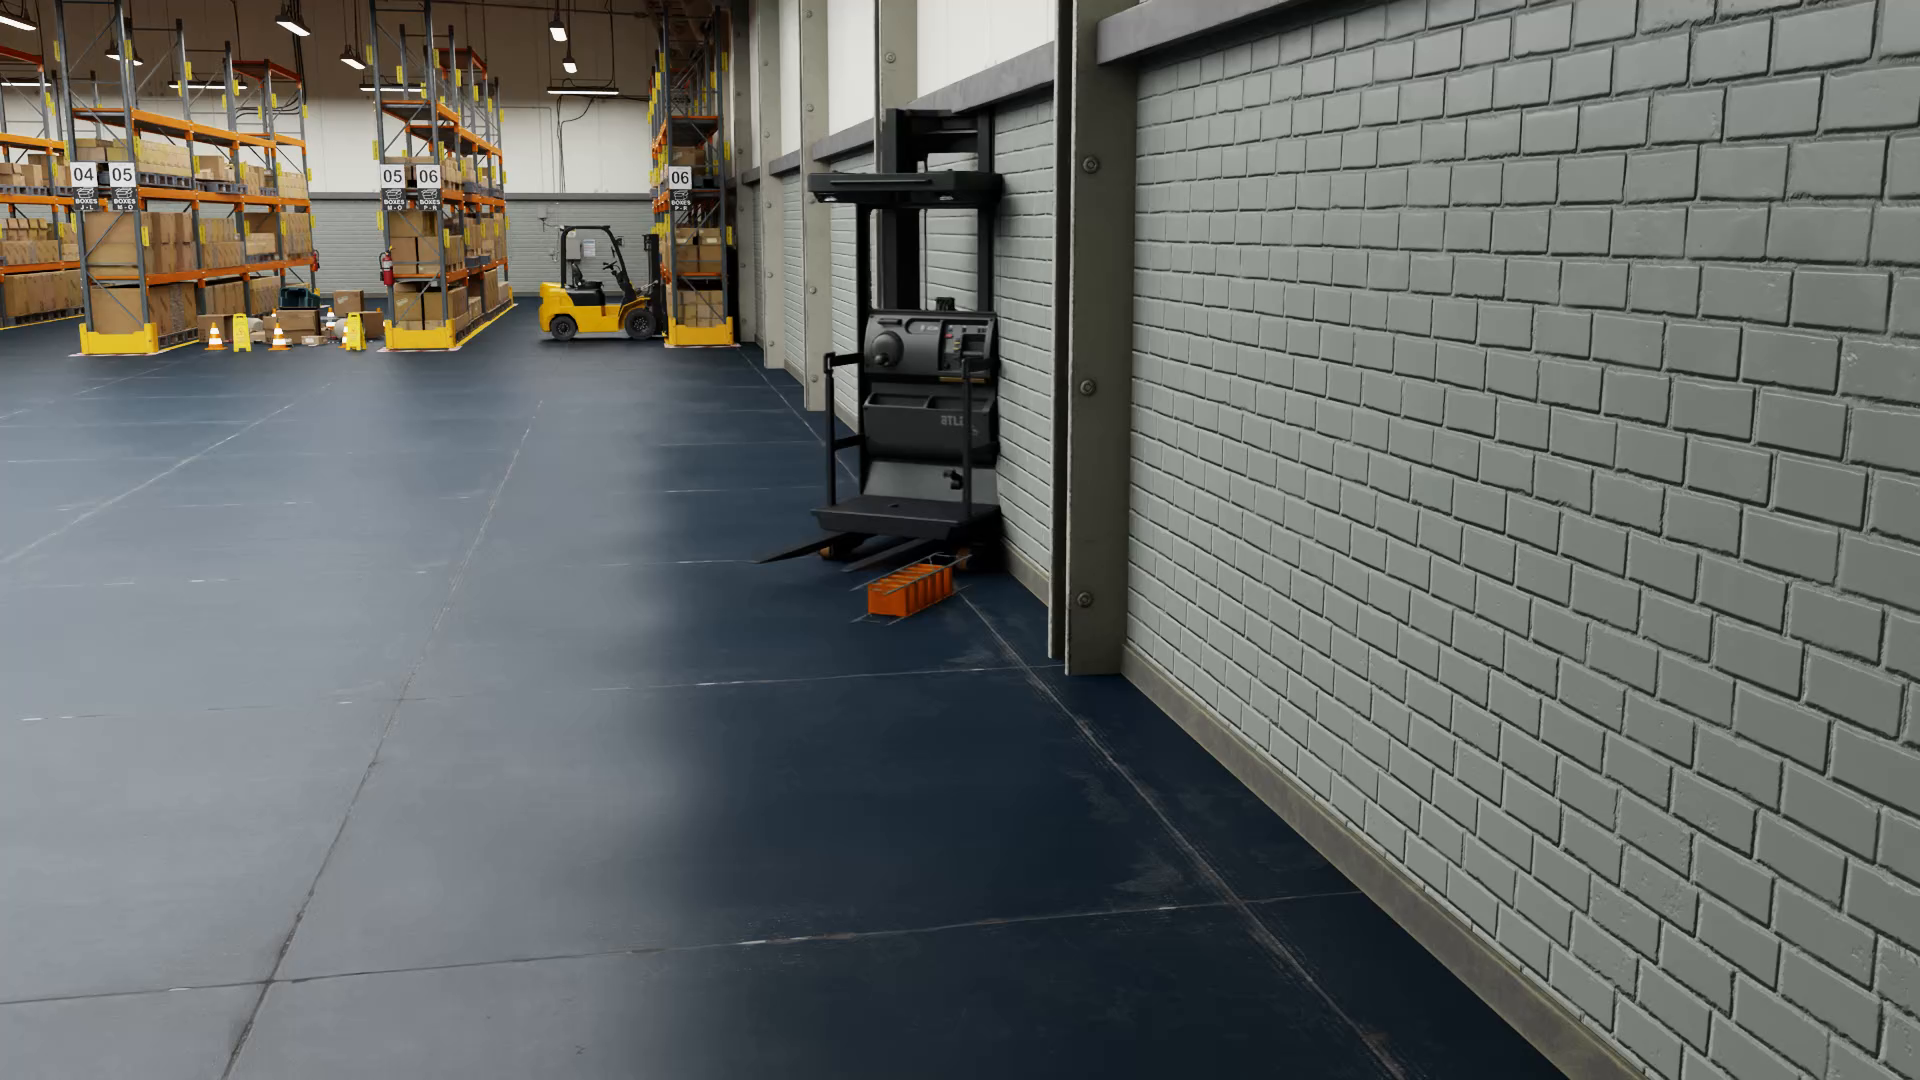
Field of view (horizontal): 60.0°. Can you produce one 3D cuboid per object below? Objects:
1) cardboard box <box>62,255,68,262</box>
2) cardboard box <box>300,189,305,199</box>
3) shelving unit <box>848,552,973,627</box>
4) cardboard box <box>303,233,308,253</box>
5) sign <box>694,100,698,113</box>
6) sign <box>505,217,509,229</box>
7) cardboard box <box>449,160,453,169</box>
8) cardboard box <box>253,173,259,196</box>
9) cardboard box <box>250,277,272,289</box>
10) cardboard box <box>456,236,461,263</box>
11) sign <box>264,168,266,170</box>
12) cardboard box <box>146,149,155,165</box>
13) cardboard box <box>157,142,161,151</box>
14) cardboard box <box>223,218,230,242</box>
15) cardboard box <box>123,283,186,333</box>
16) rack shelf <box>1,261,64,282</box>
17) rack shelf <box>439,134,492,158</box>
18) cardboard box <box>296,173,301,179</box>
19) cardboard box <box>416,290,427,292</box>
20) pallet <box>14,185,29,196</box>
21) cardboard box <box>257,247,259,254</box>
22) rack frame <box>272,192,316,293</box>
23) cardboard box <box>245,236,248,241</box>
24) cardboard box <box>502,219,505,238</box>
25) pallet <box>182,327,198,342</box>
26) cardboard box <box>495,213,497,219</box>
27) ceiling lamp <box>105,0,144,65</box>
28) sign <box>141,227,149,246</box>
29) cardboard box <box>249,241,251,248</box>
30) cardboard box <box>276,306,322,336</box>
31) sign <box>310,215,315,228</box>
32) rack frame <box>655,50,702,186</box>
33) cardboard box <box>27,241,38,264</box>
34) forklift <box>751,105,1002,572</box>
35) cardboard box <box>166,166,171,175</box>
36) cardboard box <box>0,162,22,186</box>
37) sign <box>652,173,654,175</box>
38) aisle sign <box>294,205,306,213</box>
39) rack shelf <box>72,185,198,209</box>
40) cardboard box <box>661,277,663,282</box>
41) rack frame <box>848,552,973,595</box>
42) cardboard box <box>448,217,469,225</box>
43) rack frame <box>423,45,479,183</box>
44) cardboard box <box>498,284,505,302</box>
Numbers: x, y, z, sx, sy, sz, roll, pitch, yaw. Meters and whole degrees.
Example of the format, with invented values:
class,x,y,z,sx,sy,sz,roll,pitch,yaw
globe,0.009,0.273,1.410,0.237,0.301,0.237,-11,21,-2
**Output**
class,x,y,z,sx,sy,sz,roll,pitch,yaw
cardboard box,-21.428,-6.691,39.500,0.380,0.149,0.250,-2,11,-11
cardboard box,-17.136,-8.876,42.688,0.500,0.250,0.500,-2,11,-11
shelving unit,-0.269,0.278,9.720,0.258,0.189,1.200,5,12,23
cardboard box,-17.155,-7.671,42.914,0.500,0.500,0.500,-2,11,-12
sign,-6.565,-10.795,41.422,0.100,0.325,0.005,-2,11,-11
sign,-12.219,-8.544,44.835,0.100,0.325,0.005,-2,11,-11
cardboard box,-9.749,-7.052,31.241,0.380,0.149,0.250,-2,11,-10
cardboard box,-16.091,-7.996,37.396,0.500,0.500,0.500,-2,11,-11
cardboard box,-16.215,-5.938,38.428,0.500,0.250,0.500,-3,11,-14
cardboard box,-9.877,-5.575,31.901,0.500,0.500,0.500,-2,11,-9
sign,-18.122,-9.527,43.366,0.100,0.325,0.005,-2,11,-11
cardboard box,-14.420,-6.701,29.075,0.500,0.250,0.500,-2,11,-12
cardboard box,-14.477,-7.012,29.642,0.380,0.149,0.250,-2,11,-12
cardboard box,-15.857,-6.541,35.099,0.700,0.500,0.500,-2,11,-12
cardboard box,-15.023,-4.322,30.941,0.875,0.875,0.875,-2,11,-11
rack shelf,-21.308,-6.028,37.268,1.077,0.370,4.000,-2,11,-11
rack shelf,-11.587,-9.139,38.638,1.077,0.370,4.000,-2,11,-11
cardboard box,-17.077,-9.294,42.480,0.380,0.149,0.250,-2,11,-10
cardboard box,-10.159,-4.364,30.830,0.500,0.500,0.500,-2,11,-9
pallet,-21.316,-7.716,36.698,1.003,0.211,1.213,-2,11,-8
cardboard box,-16.183,-6.592,37.855,0.380,0.149,0.250,-2,11,-10
rack frame,-17.590,-7.643,43.832,1.000,3.000,0.127,-2,11,-11
cardboard box,-15.989,-6.692,36.793,0.380,0.149,0.250,-2,11,-13
cardboard box,-12.296,-8.208,43.856,0.500,0.500,0.500,-2,11,-11
pallet,-15.185,-3.930,31.782,1.003,0.211,1.213,-2,11,-11
cardboard box,-11.951,-8.224,42.206,0.380,0.149,0.250,-2,11,-13
ceiling lamp,-18.831,-12.510,37.743,0.800,3.185,2.000,-2,11,-11
sign,-13.932,-5.192,28.427,0.100,0.325,0.005,-2,11,-11
cardboard box,-16.041,-6.600,37.102,0.380,0.149,0.250,-2,11,-13
cardboard box,-12.657,-4.149,31.787,0.797,0.637,0.503,-2,11,-11
sign,-17.042,-8.384,43.781,0.100,0.325,0.005,-2,11,-11
rack frame,-6.330,-9.503,37.558,1.000,3.000,0.127,-2,11,-11
cardboard box,-21.047,-6.443,37.256,0.500,0.500,0.500,-2,11,-11
forklift,-0.292,-1.323,10.810,1.130,2.935,3.031,5,12,25
cardboard box,-14.574,-6.713,30.203,0.380,0.149,0.250,-2,11,-11
cardboard box,-21.337,-8.119,36.908,0.797,0.503,0.637,-2,11,-12
sign,-7.639,-8.996,41.533,0.100,0.325,0.005,-2,11,-11
aisle sign,-17.310,-8.945,43.717,0.394,0.787,0.004,-2,11,-11
rack shelf,-14.867,-6.196,30.129,1.077,0.370,4.000,-2,11,-11
cardboard box,-7.299,-6.511,41.710,0.380,0.149,0.250,-2,11,-8
rack frame,-0.269,0.188,9.703,0.240,0.006,1.200,5,12,23
cardboard box,-10.165,-6.460,33.696,0.380,0.149,0.250,-2,11,-11
rack frame,-11.198,-9.322,36.606,1.000,3.000,0.127,-2,11,-11
cardboard box,-12.168,-6.339,42.709,0.875,0.438,0.875,-2,11,-13
